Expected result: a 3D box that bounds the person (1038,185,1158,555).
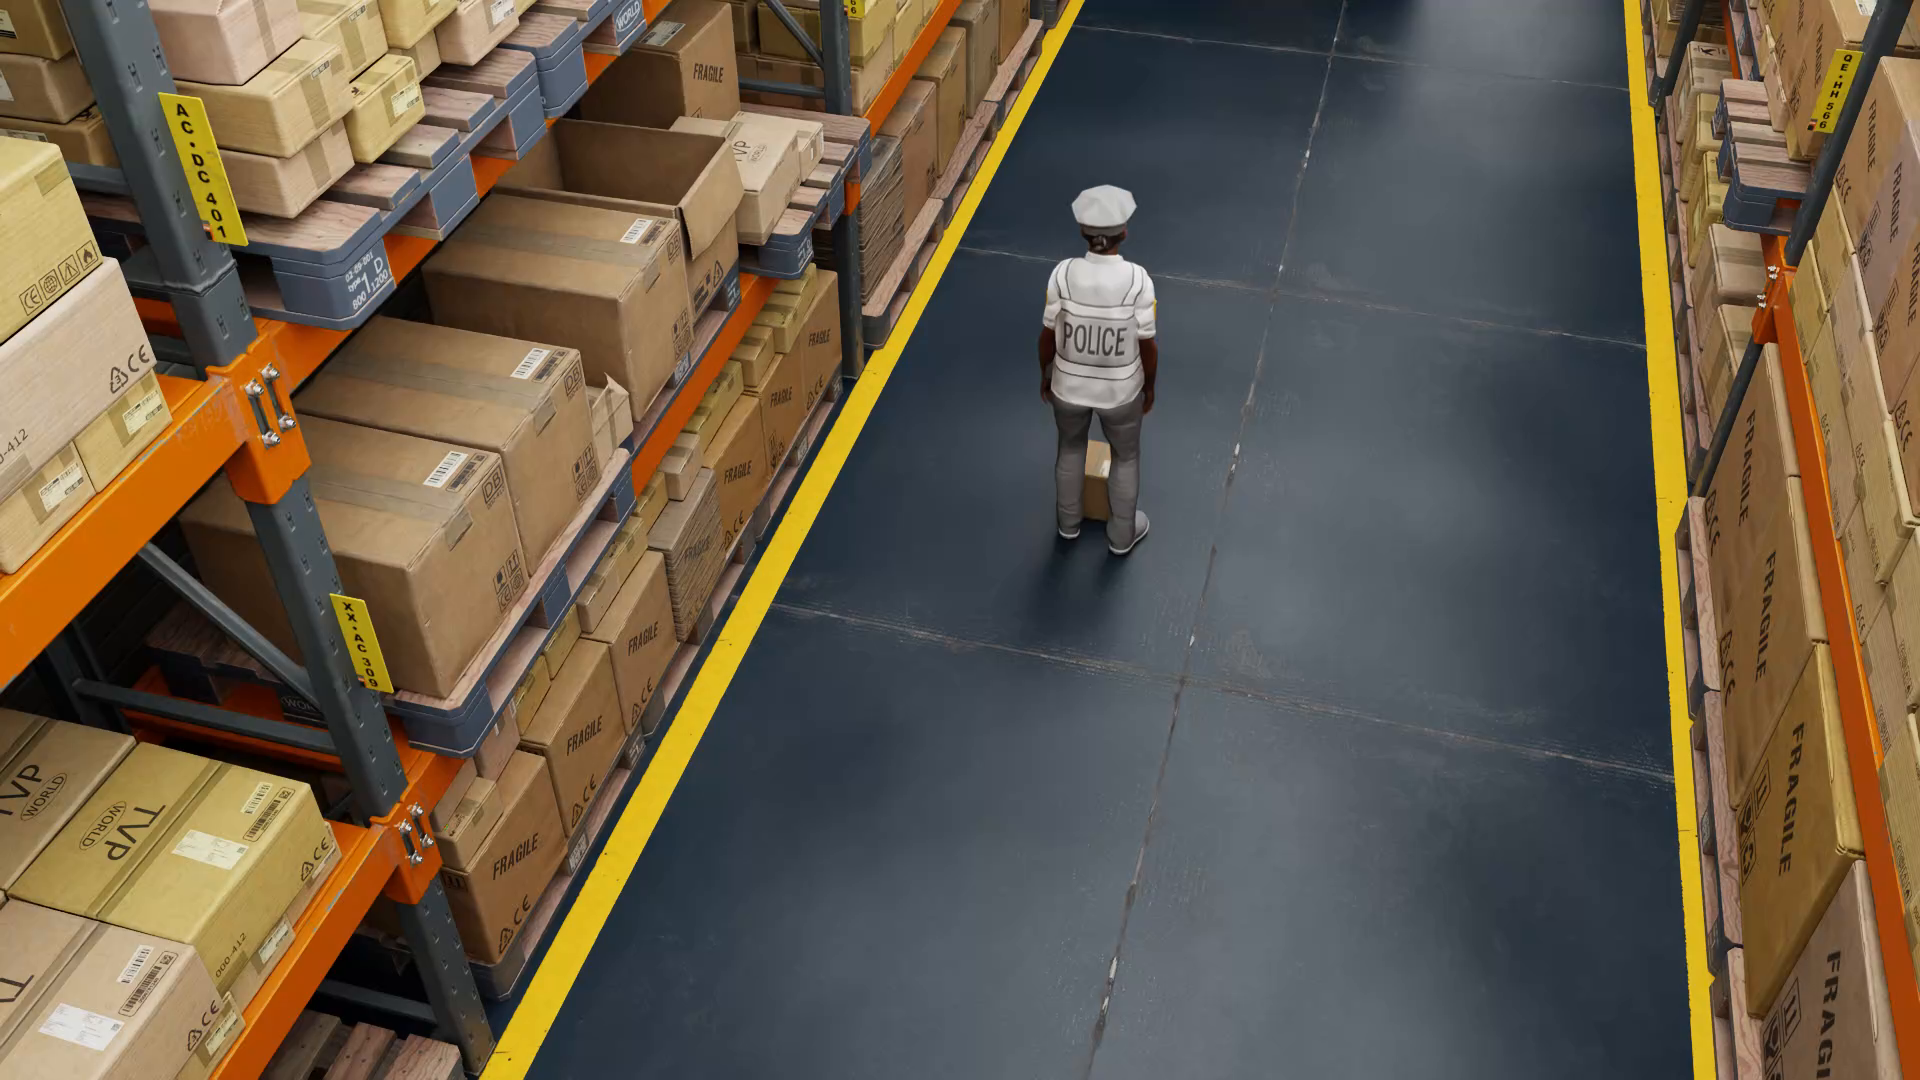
[{"bbox_3d":[0.581,-0.654,6.906,0.512,1.656,0.426,8,42,10],"label":"person"}]
